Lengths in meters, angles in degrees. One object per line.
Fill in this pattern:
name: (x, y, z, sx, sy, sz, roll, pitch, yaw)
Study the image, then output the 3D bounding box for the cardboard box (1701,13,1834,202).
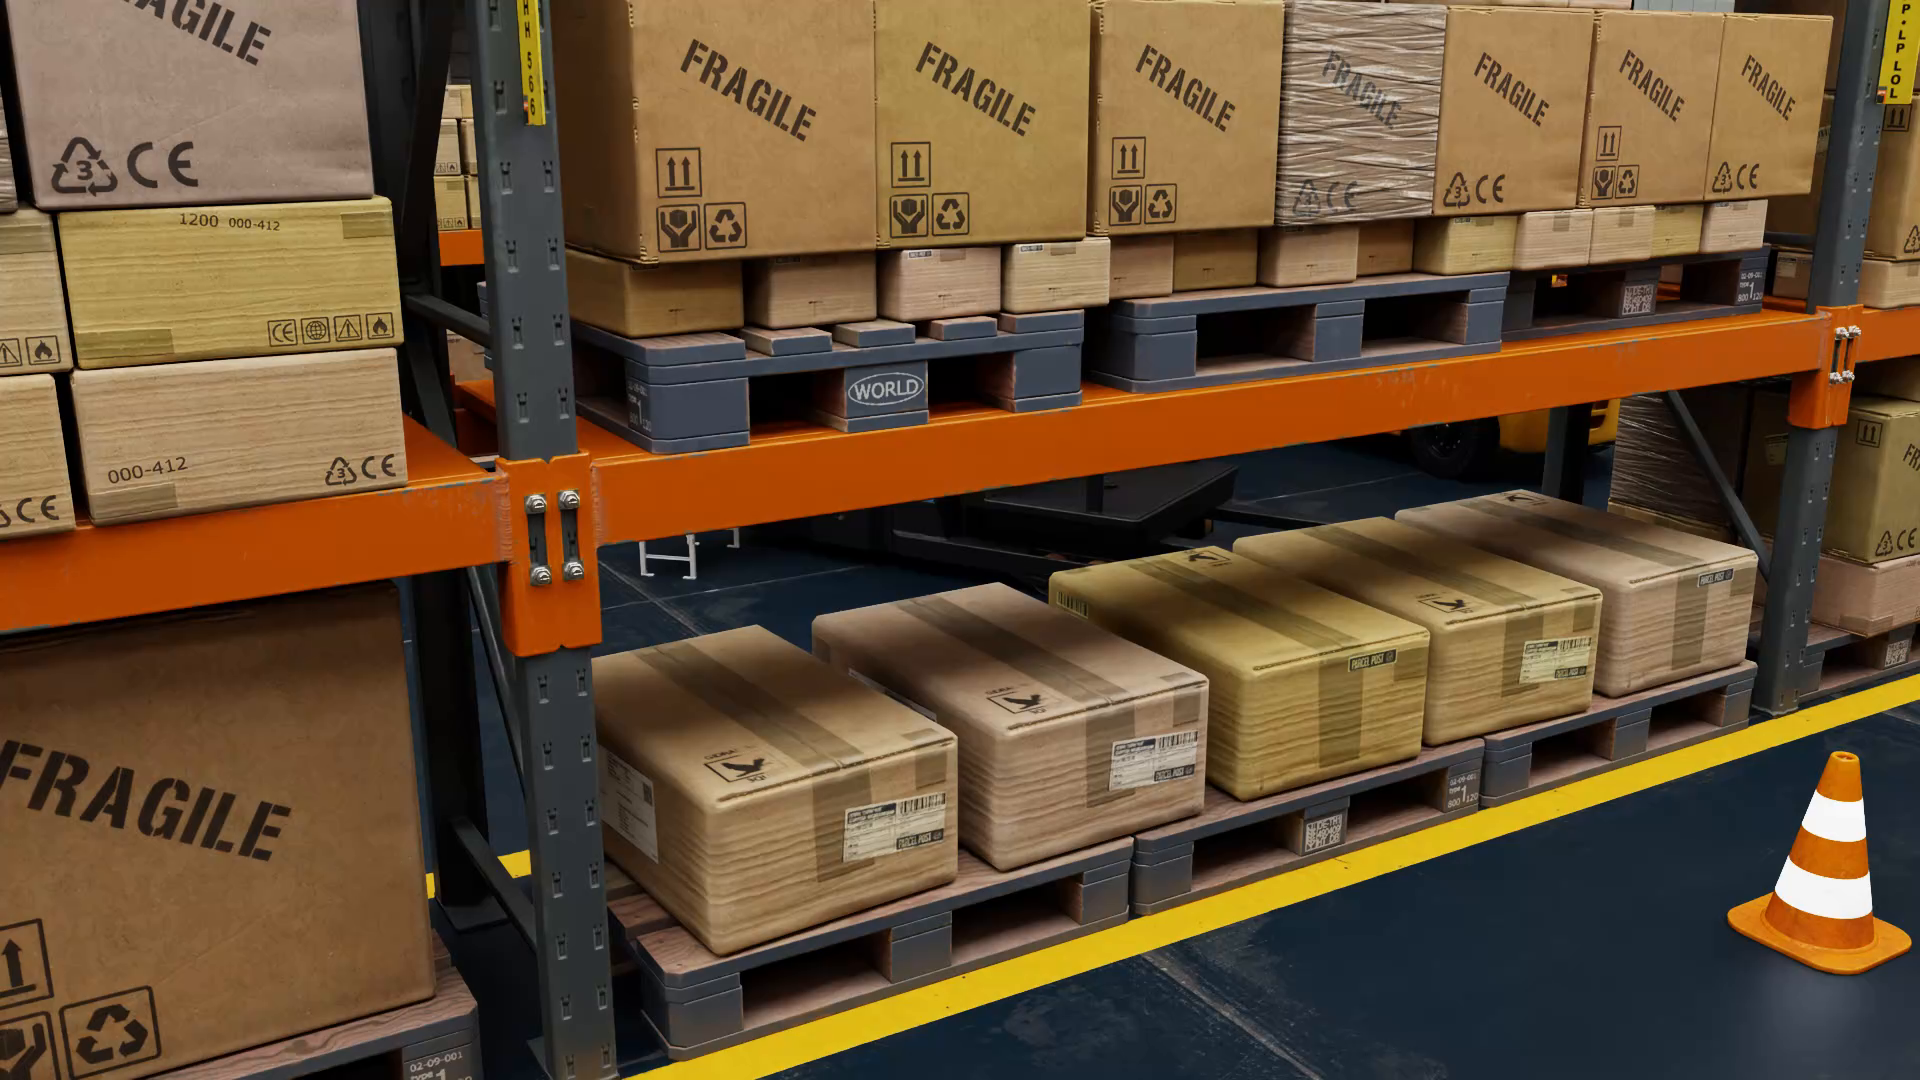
cardboard box: (2.138, -1.267, 4.859, 0.500, 0.500, 0.500, -10, 18, -31)

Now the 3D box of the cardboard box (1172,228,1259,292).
cardboard box: (0.514, -0.711, 4.075, 0.250, 0.149, 0.380, -8, 18, -28)

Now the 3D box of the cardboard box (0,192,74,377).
cardboard box: (-1.735, -0.405, 2.650, 0.500, 0.250, 0.500, -10, 18, -31)

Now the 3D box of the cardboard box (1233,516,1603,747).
cardboard box: (1.353, 0.246, 5.064, 0.625, 0.372, 0.950, -8, 18, -26)

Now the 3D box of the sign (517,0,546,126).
sign: (-0.724, -0.865, 2.792, 0.005, 0.325, 0.100, -9, 18, -30)

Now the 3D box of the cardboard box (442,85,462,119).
cardboard box: (-2.495, -2.038, 7.735, 0.250, 0.149, 0.380, -9, 18, -29)

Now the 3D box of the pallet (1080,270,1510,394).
pallet: (0.663, -0.627, 4.446, 1.213, 0.211, 1.003, -9, 18, -30)

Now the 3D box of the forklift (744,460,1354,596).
forklift: (0.540, -1.327, 6.715, 3.031, 2.935, 1.130, 9, 18, 29)

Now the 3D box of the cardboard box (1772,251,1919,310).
cardboard box: (2.851, -0.840, 5.313, 0.250, 0.149, 0.380, -9, 18, -30)

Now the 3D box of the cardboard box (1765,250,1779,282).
cardboard box: (2.745, -1.022, 5.962, 0.250, 0.149, 0.380, -9, 18, -28)

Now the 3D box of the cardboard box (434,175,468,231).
cardboard box: (-2.633, -1.585, 7.783, 0.500, 0.250, 0.500, -10, 18, -31)

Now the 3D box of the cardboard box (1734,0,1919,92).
cardboard box: (2.905, -1.675, 5.239, 0.500, 0.500, 0.700, -9, 18, -30)

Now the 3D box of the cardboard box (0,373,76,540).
cardboard box: (-1.742, -0.158, 2.693, 0.500, 0.250, 0.500, -9, 18, -29)

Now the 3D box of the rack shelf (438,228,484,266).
rack shelf: (-1.858, -1.515, 8.588, 4.000, 0.370, 1.077, -9, 18, -30)

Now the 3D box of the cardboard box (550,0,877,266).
cardboard box: (-0.508, -0.838, 3.326, 0.500, 0.500, 0.500, -10, 18, -31)

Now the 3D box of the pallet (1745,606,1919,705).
pallet: (2.973, 0.250, 6.127, 1.213, 0.211, 1.003, -9, 18, -30)

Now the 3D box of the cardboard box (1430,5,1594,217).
cardboard box: (1.268, -1.128, 4.361, 0.500, 0.500, 0.500, -9, 18, -28)

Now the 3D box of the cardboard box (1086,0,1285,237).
cardboard box: (0.387, -0.987, 3.859, 0.500, 0.500, 0.500, -9, 18, -29)

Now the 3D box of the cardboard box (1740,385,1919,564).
cardboard box: (3.061, -0.250, 5.671, 0.500, 0.500, 0.500, -8, 18, -27)

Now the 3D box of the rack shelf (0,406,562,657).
rack shelf: (-2.727, 0.189, 2.510, 4.000, 0.370, 1.077, -9, 18, -30)

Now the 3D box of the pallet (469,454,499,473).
pallet: (-2.847, -0.346, 8.252, 1.213, 0.211, 1.003, -9, 18, -30)

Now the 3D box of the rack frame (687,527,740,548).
rack frame: (-1.085, -0.553, 7.160, 0.240, 1.200, 0.015, 4, 16, 13)

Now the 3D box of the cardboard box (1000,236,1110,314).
cardboard box: (0.126, -0.611, 3.719, 0.250, 0.149, 0.380, -9, 18, -29)

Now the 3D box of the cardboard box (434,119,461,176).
cardboard box: (-2.636, -1.826, 7.718, 0.500, 0.250, 0.500, -9, 18, -28)

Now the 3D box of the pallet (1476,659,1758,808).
pallet: (1.749, 0.460, 5.377, 1.213, 0.211, 1.003, -9, 18, -30)

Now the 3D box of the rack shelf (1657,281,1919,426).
rack shelf: (4.130, -0.923, 6.477, 4.000, 0.370, 1.077, -9, 18, -30)

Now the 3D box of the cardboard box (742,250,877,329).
cardboard box: (-0.379, -0.550, 3.502, 0.250, 0.149, 0.380, -11, 19, -33)

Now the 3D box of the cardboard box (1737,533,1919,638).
cardboard box: (3.061, 0.111, 5.772, 0.500, 0.250, 0.500, -10, 19, -32)

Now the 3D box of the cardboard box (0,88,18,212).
cardboard box: (-1.757, -0.759, 2.522, 0.500, 0.500, 0.500, -9, 18, -29)

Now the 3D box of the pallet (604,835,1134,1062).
pallet: (-0.342, 0.799, 4.167, 1.213, 0.211, 1.003, -9, 18, -30)

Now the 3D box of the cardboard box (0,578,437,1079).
cardboard box: (-1.648, 0.463, 3.361, 0.875, 0.875, 0.875, -9, 18, -30)

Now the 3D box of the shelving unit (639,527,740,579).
shelving unit: (-1.144, -0.489, 6.932, 0.258, 1.200, 0.503, 4, 16, 13)

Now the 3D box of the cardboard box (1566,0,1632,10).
cardboard box: (1.552, -1.482, 4.422, 0.250, 0.149, 0.380, -10, 18, -31)

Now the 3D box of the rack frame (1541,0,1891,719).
rack frame: (2.416, -0.991, 5.388, 0.127, 3.000, 1.000, -9, 18, -30)

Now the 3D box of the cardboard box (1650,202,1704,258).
cardboard box: (1.882, -0.904, 4.766, 0.250, 0.149, 0.380, -10, 18, -31)

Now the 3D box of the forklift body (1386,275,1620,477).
forklift body: (2.599, -1.601, 9.135, 1.214, 2.155, 2.313, -9, 18, -30)

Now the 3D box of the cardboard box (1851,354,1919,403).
cardboard box: (3.199, -0.566, 5.596, 0.250, 0.149, 0.380, -9, 18, -29)

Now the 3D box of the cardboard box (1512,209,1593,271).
cardboard box: (1.463, -0.824, 4.479, 0.250, 0.149, 0.380, -9, 18, -29)

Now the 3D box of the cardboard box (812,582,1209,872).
cardboard box: (0.105, 0.447, 4.347, 0.625, 0.372, 0.950, -10, 18, -31)

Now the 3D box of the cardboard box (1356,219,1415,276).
cardboard box: (0.956, -0.786, 4.342, 0.250, 0.149, 0.380, -10, 18, -32)
